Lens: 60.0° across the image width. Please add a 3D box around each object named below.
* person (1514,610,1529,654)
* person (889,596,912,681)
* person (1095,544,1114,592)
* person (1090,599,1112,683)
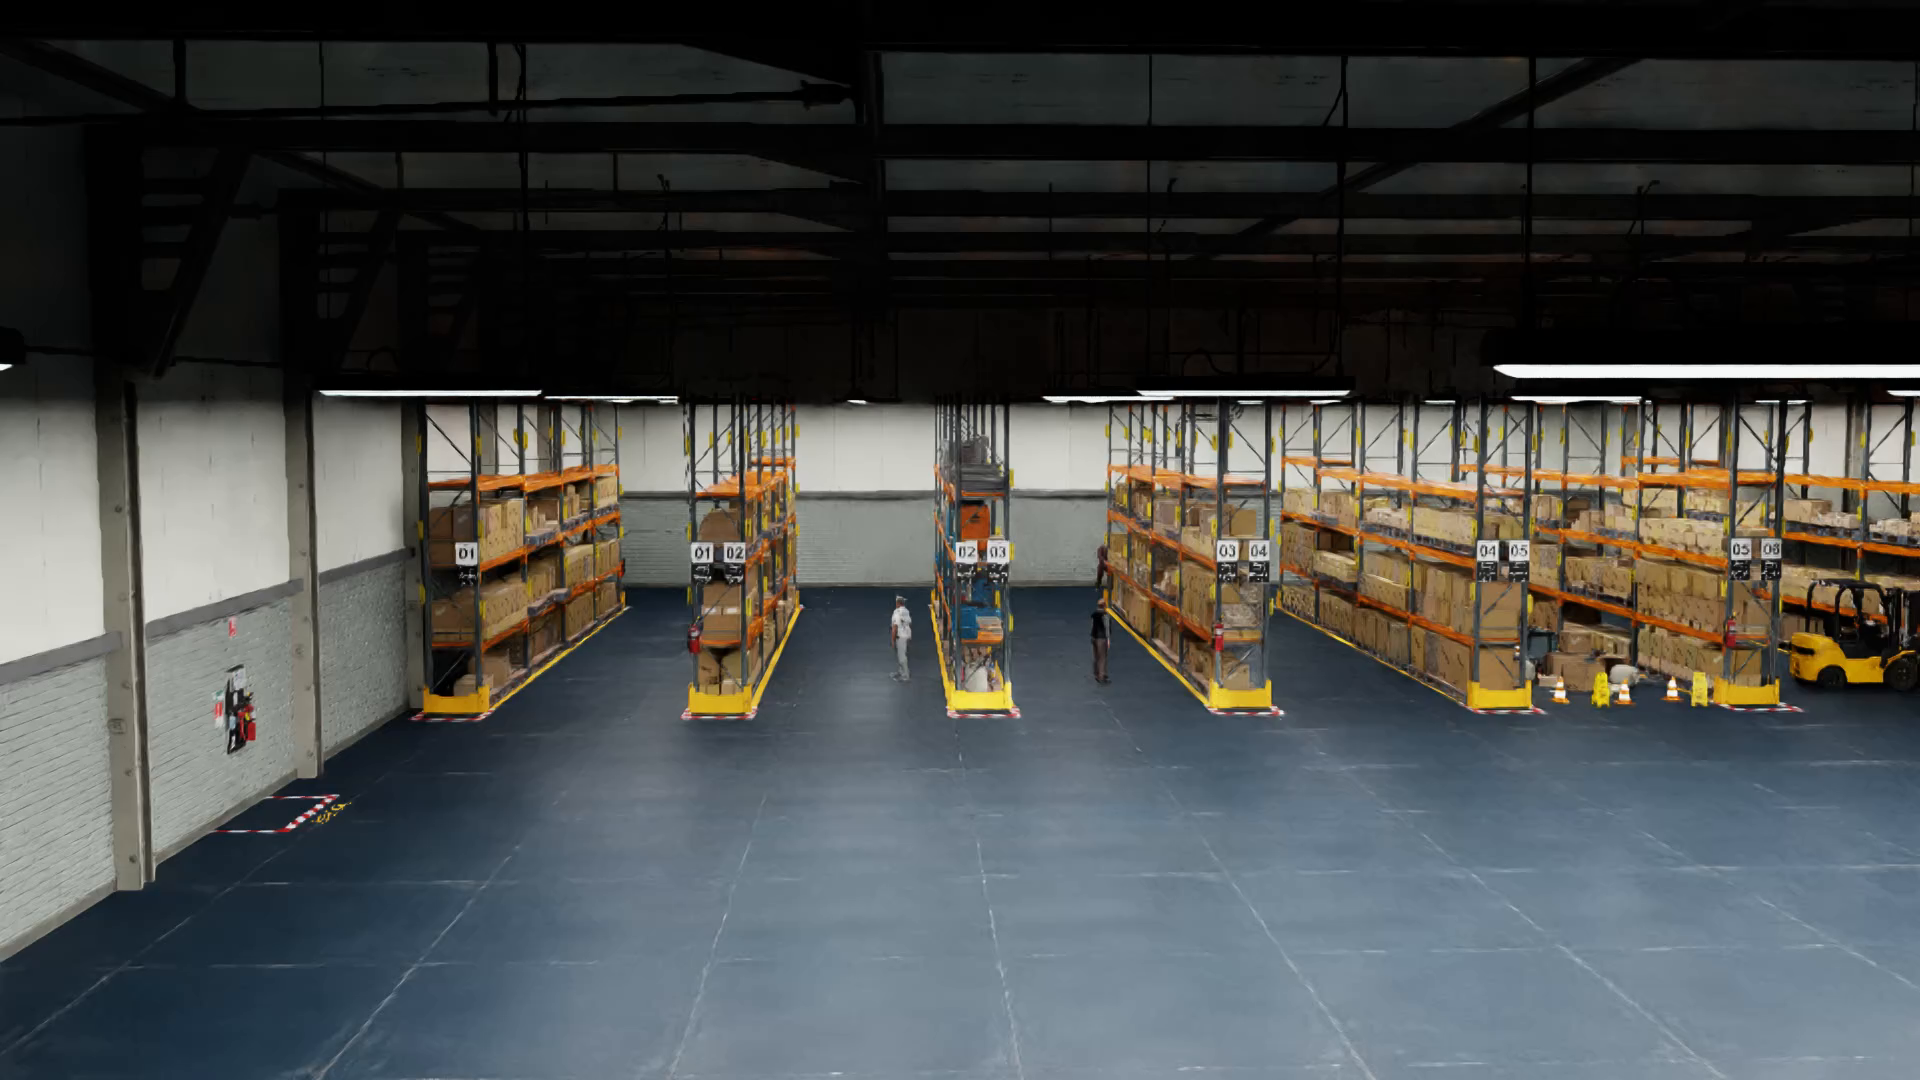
[{"bbox_3d":[12.787,1.831,38.046,0.551,1.665,0.573,2,5,26],"label":"person"},{"bbox_3d":[-1.272,2.048,34.886,0.584,1.733,0.662,2,5,24],"label":"person"},{"bbox_3d":[4.503,0.753,51.232,0.726,1.715,0.885,-2,5,-20],"label":"person"},{"bbox_3d":[2.968,2.077,34.564,0.460,1.732,0.601,-3,5,-31],"label":"person"}]
